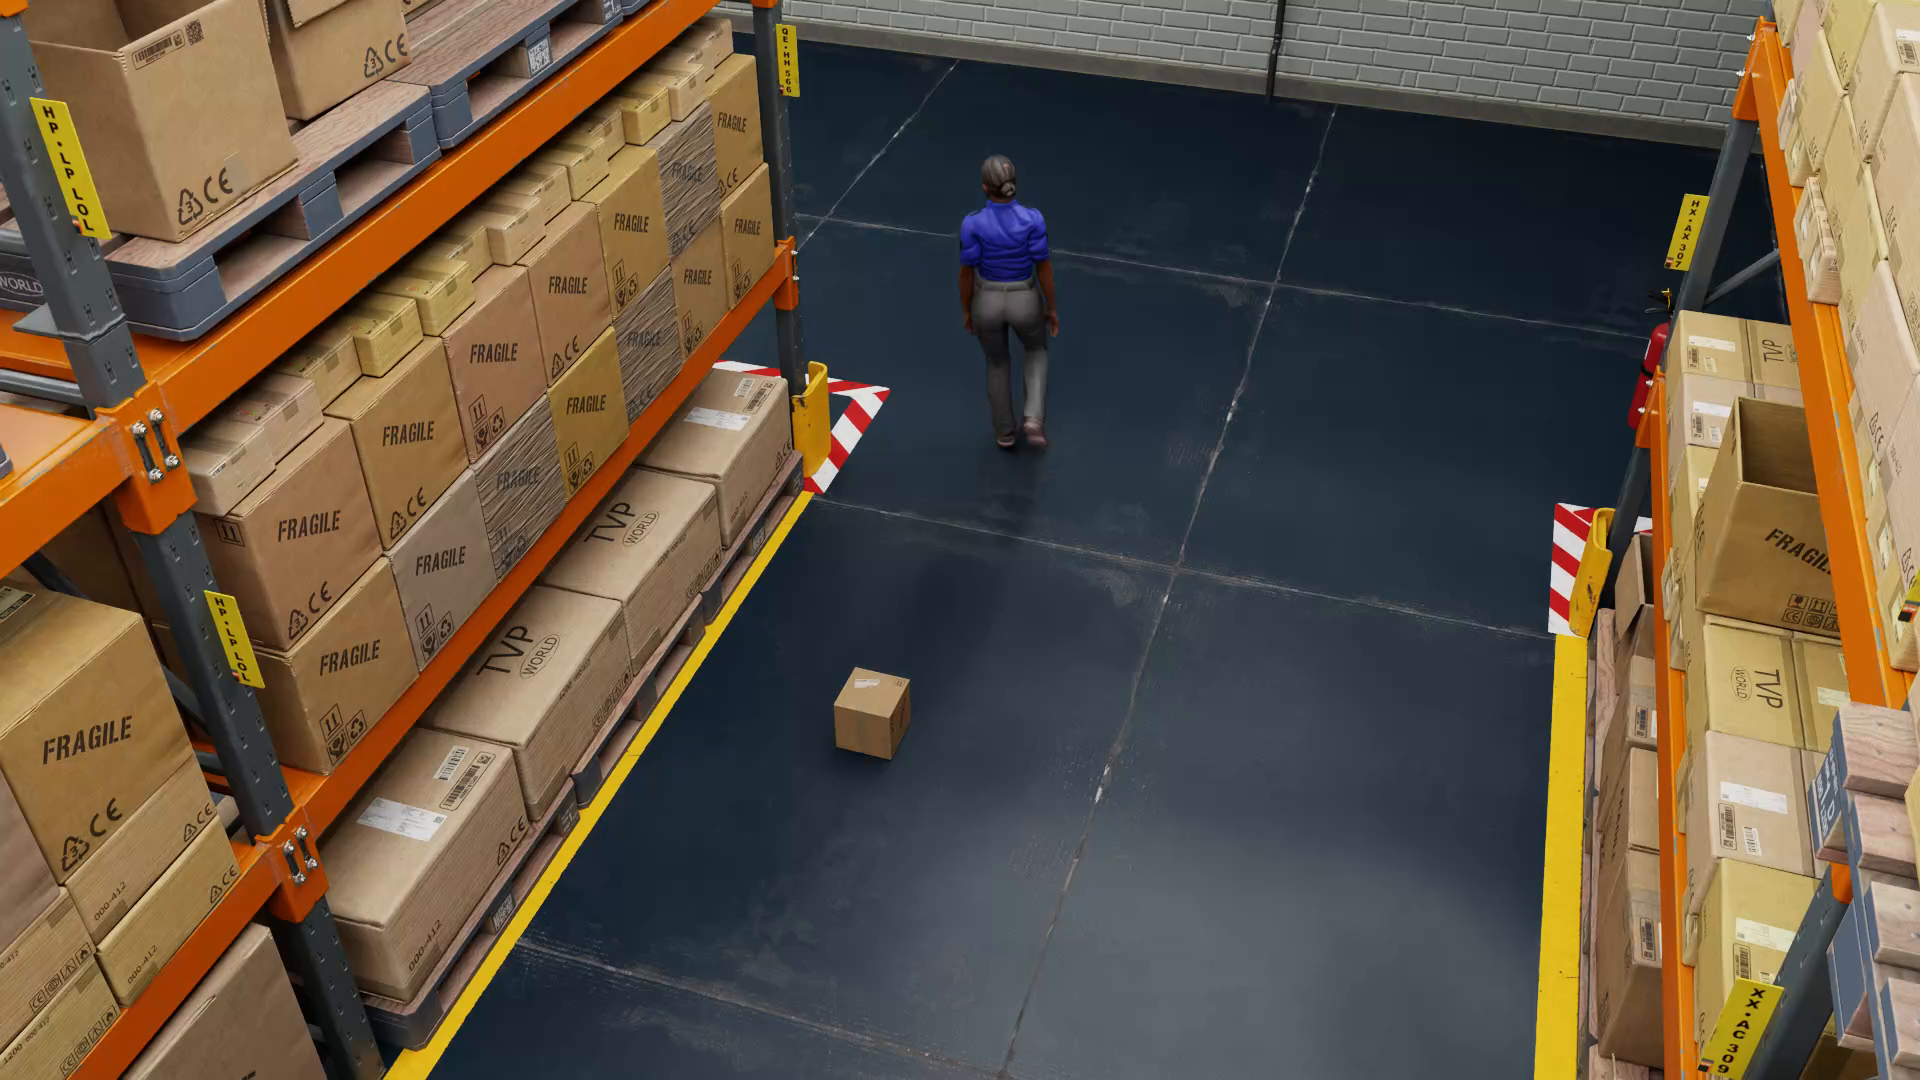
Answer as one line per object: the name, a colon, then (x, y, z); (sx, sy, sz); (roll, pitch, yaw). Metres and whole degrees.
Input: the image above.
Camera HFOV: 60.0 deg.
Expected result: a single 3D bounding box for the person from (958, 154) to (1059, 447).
person: (0.248, -1.171, 8.405); (0.512, 1.642, 0.473); (1, 37, 1)
